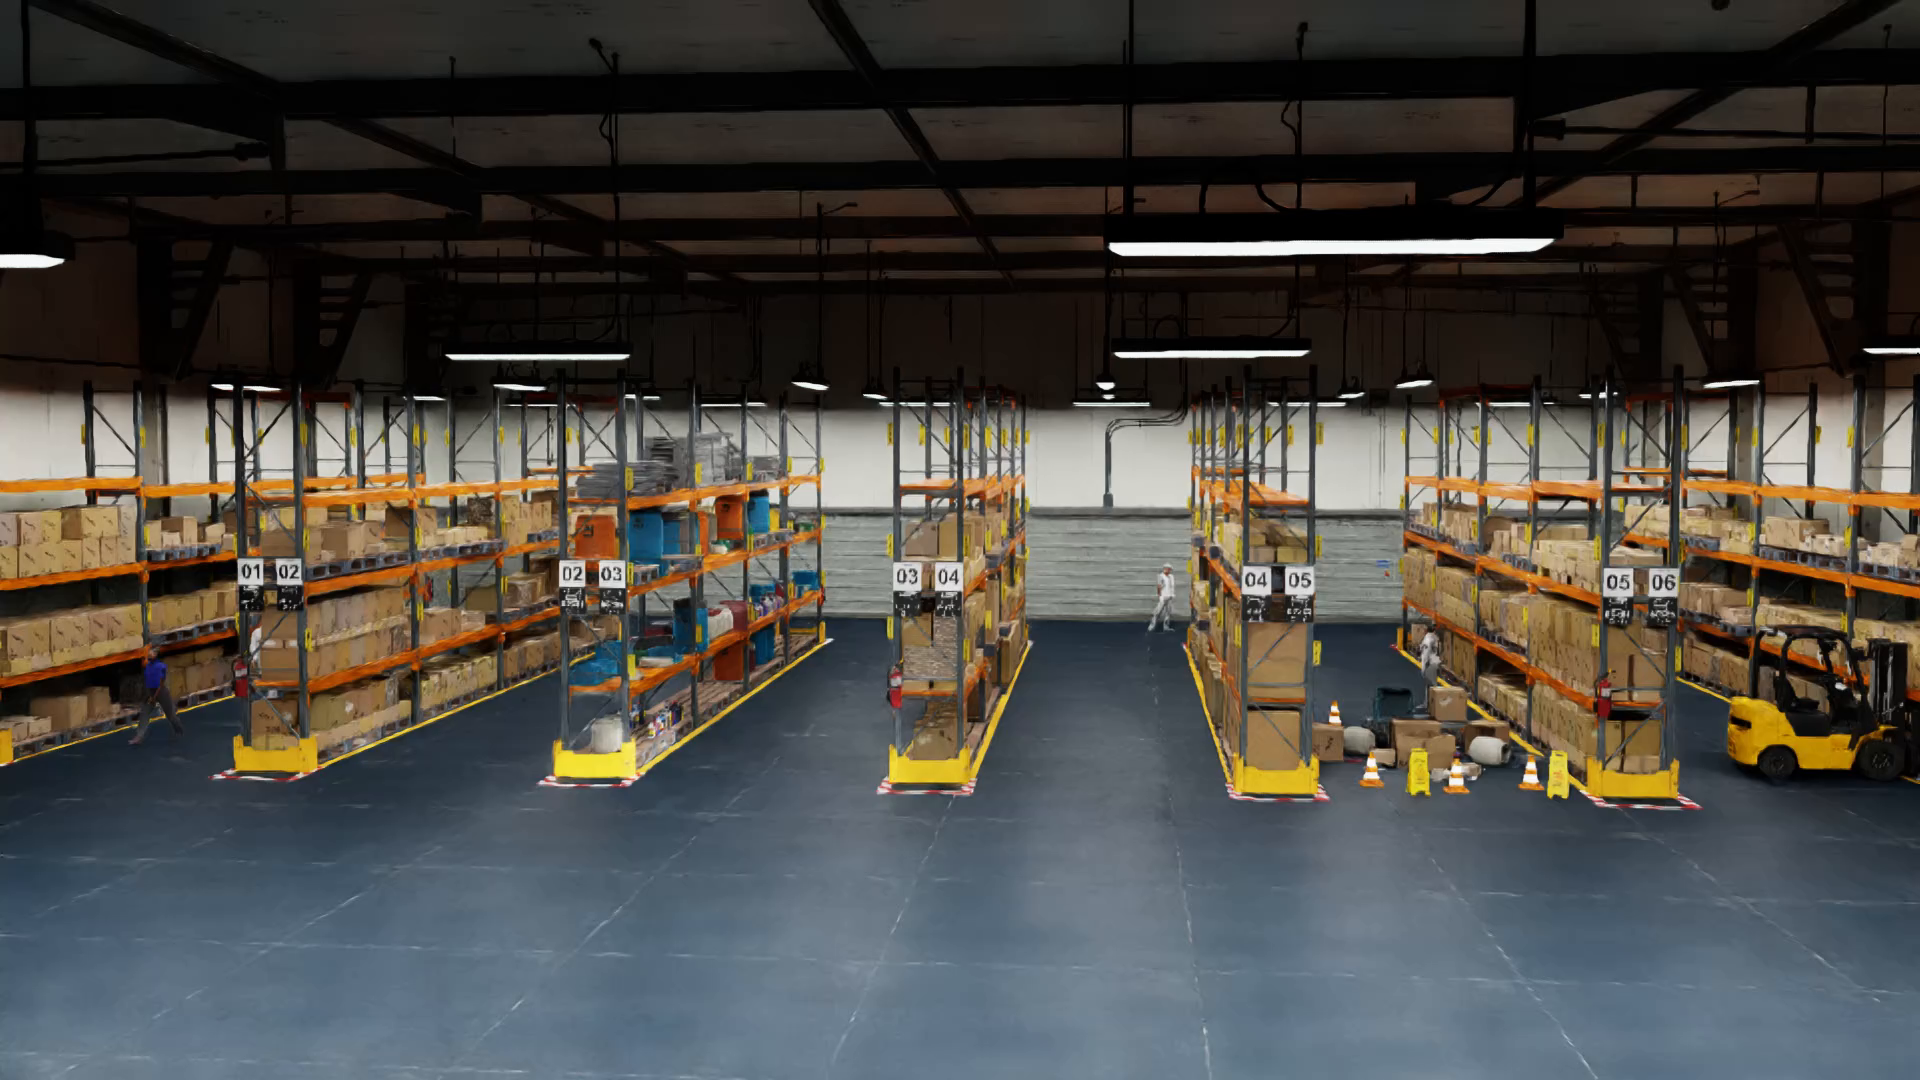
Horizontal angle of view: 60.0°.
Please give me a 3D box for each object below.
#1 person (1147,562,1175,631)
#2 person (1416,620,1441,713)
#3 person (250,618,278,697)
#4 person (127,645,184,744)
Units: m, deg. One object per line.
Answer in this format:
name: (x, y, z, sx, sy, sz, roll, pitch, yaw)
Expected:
person: (5.177, 1.461, 42.783, 0.741, 1.778, 0.498, -3, 4, -38)
person: (8.494, 2.281, 30.164, 0.555, 1.664, 0.585, 2, 4, 30)
person: (-12.840, 2.215, 30.852, 0.607, 1.699, 1.171, 0, 4, -3)
person: (-13.113, 2.507, 27.133, 0.441, 1.587, 0.992, 1, 4, 14)
